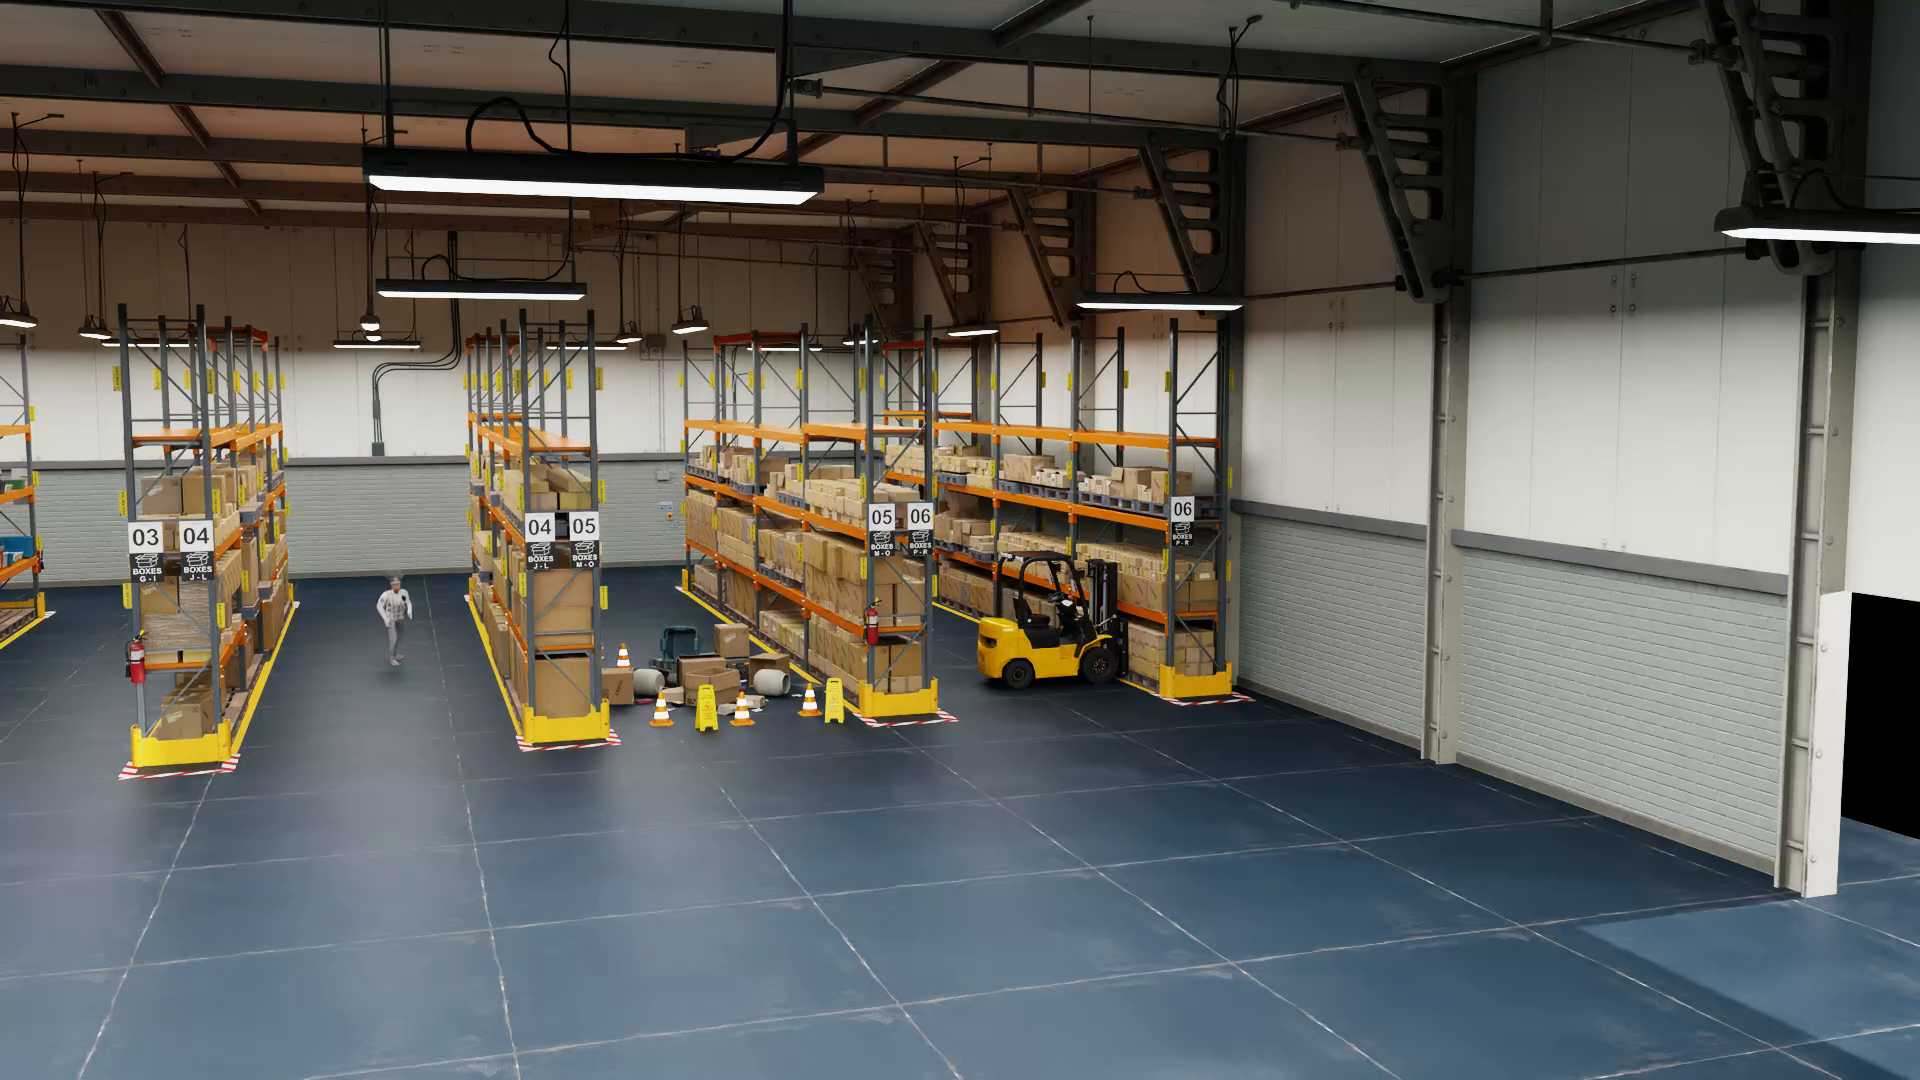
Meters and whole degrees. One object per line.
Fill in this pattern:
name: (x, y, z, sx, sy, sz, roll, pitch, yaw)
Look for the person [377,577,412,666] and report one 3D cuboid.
person: (-10.034, 1.421, 29.530, 0.852, 1.599, 0.637, 5, 7, 40)
